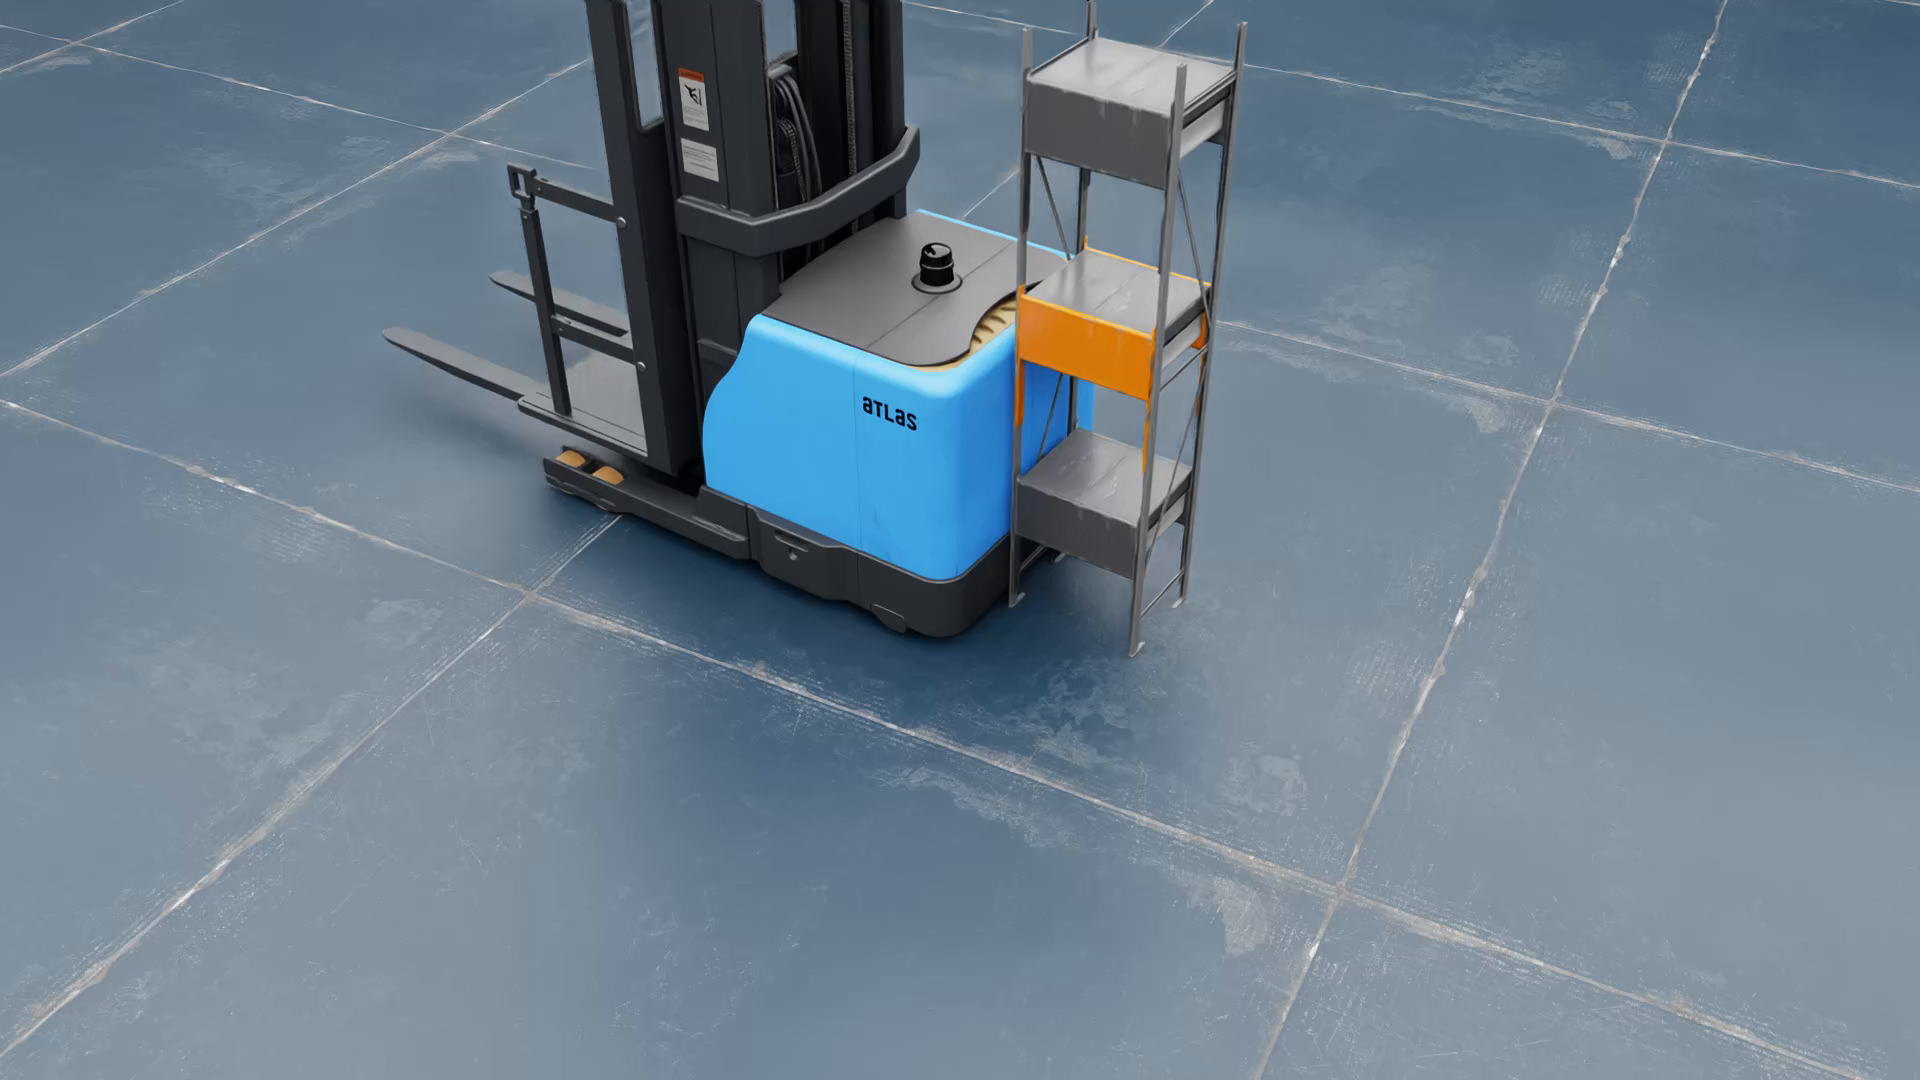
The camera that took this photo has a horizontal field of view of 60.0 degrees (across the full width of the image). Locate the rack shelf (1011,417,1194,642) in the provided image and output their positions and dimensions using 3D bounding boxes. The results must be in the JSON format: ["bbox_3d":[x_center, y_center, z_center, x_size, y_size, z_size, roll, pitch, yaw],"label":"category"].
[{"bbox_3d":[0.494,-0.044,5.751,0.480,0.518,0.431,22,42,26],"label":"rack shelf"}]

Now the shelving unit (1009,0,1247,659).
[{"bbox_3d":[0.494,-0.612,5.320,0.503,2.100,0.431,22,42,26],"label":"shelving unit"}]

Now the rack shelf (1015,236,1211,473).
[{"bbox_3d":[0.494,-0.601,5.328,0.480,0.518,0.431,22,42,26],"label":"rack shelf"}]

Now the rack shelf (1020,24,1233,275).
[{"bbox_3d":[0.494,-1.159,4.905,0.480,0.518,0.431,22,42,26],"label":"rack shelf"}]

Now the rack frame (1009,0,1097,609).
[{"bbox_3d":[0.291,-0.694,5.427,0.015,2.100,0.400,22,42,26],"label":"rack frame"}]

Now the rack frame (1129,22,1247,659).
[{"bbox_3d":[0.697,-0.530,5.212,0.015,2.100,0.400,22,42,26],"label":"rack frame"}]

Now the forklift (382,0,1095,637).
[{"bbox_3d":[-1.005,-1.524,5.833,3.031,2.935,1.130,22,42,26],"label":"forklift"}]
